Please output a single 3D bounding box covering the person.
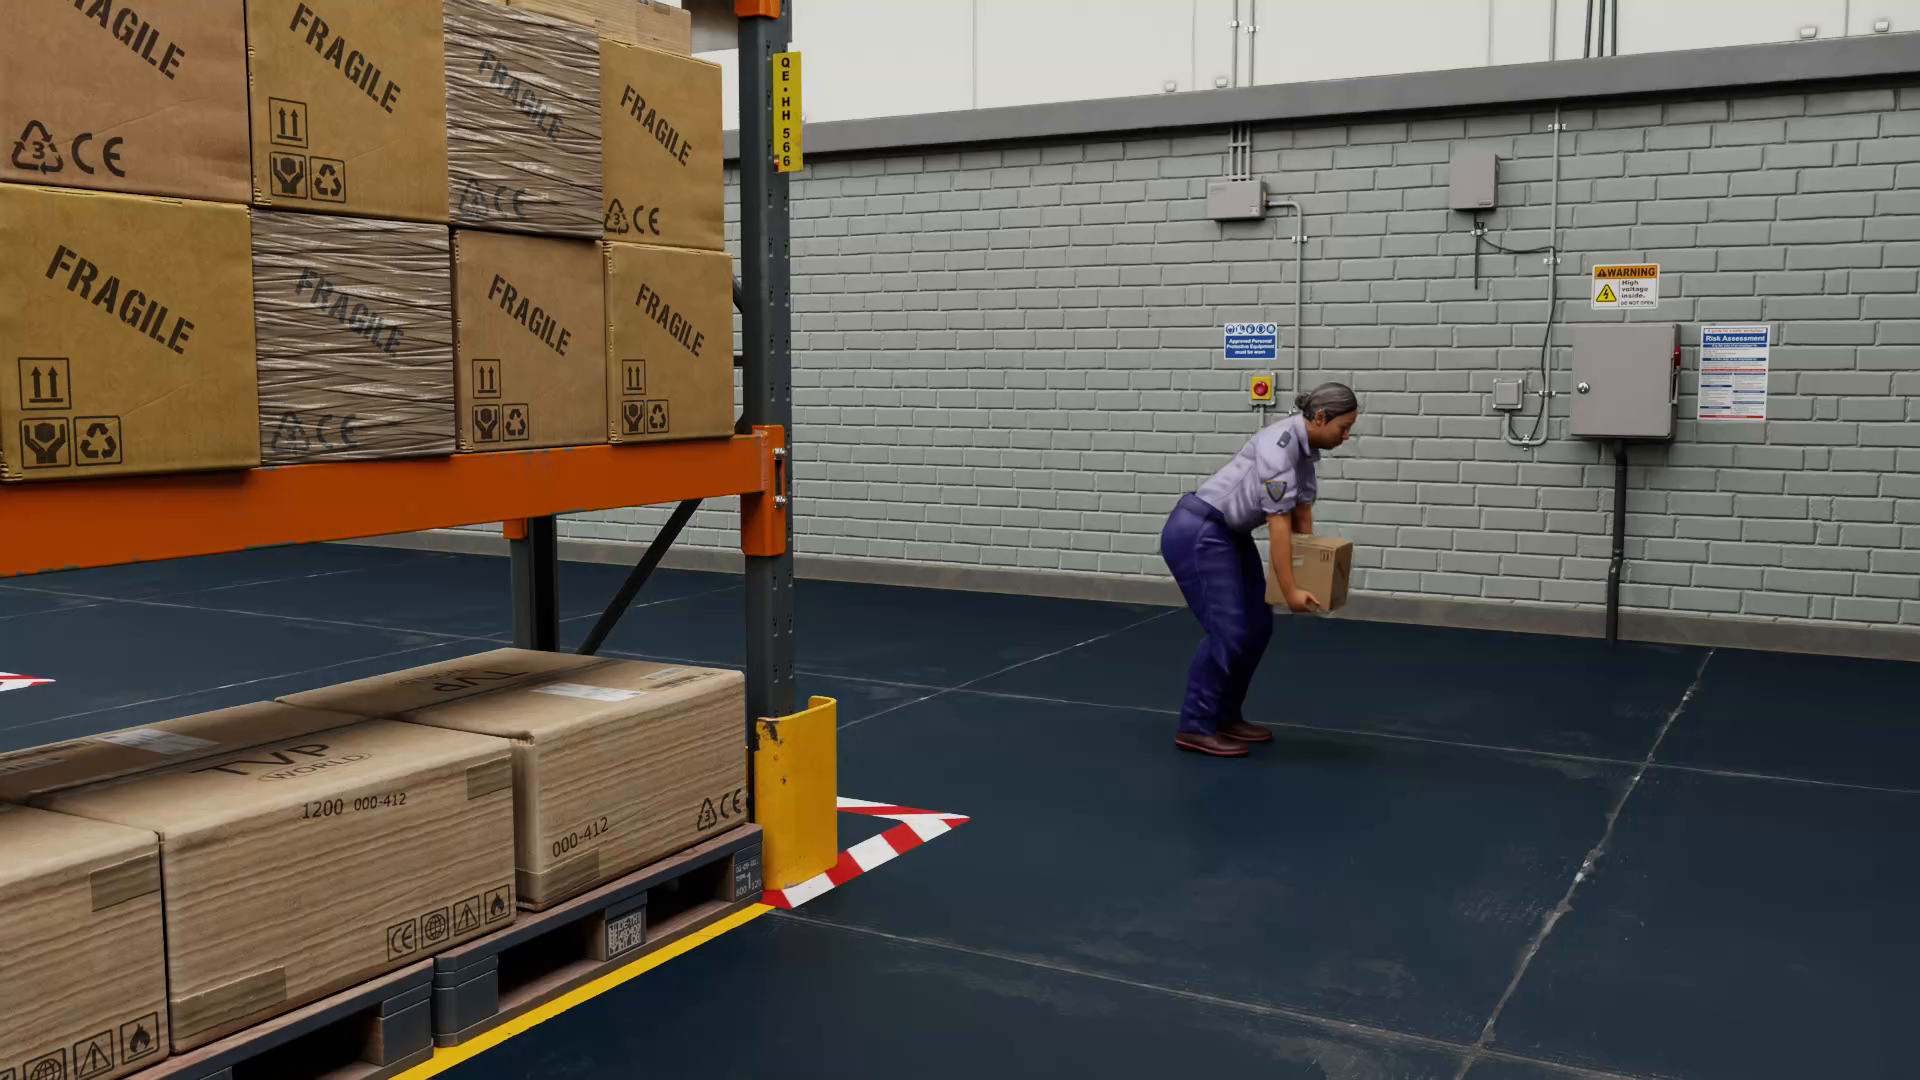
[{"bbox_3d":[1.158,0.110,6.451,0.729,1.436,0.455,3,7,27],"label":"person"}]
